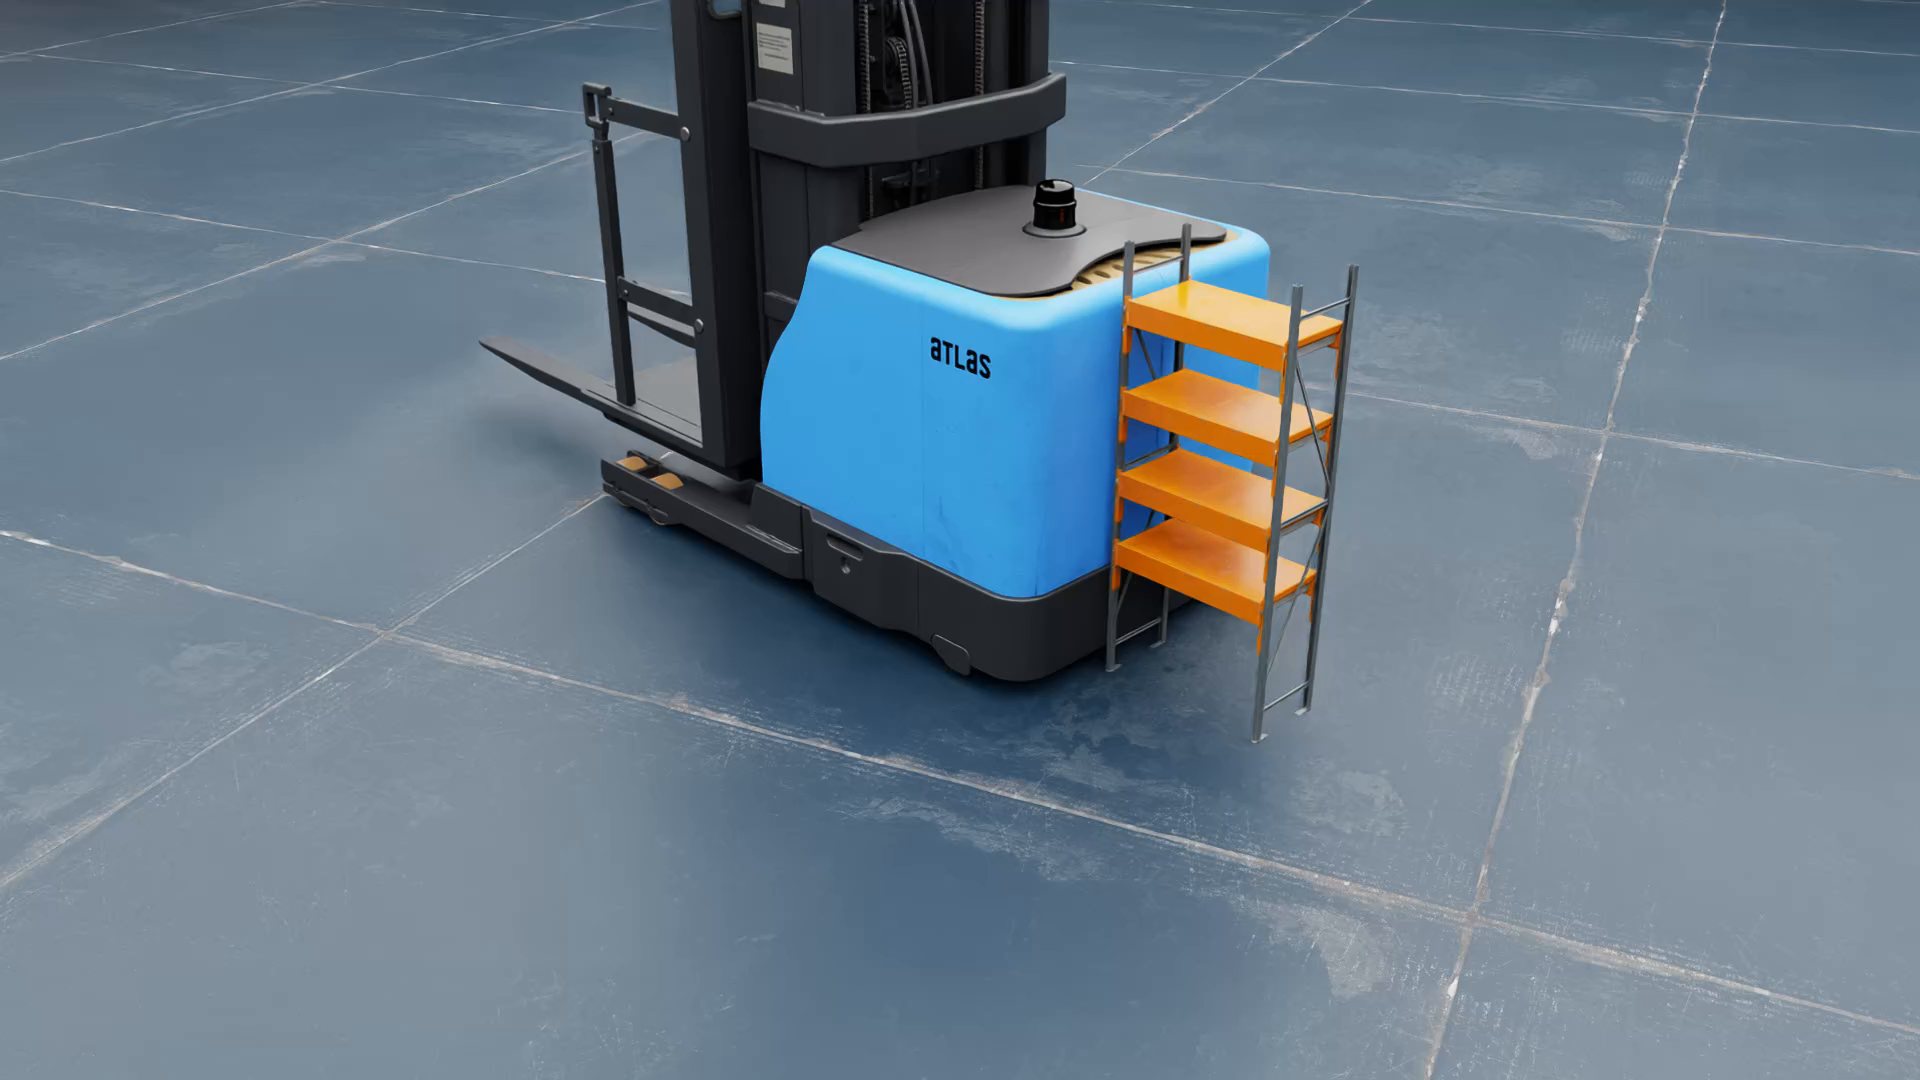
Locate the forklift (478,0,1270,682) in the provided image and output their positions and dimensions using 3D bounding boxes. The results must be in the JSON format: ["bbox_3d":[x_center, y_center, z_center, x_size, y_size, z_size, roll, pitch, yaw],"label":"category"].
[{"bbox_3d":[-0.529,-1.501,4.981,1.130,2.935,3.031,-23,35,-39],"label":"forklift"}]

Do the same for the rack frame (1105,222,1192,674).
[{"bbox_3d":[0.486,-0.214,4.326,0.240,1.200,0.015,-23,35,-39],"label":"rack frame"}]

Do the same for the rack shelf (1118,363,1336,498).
[{"bbox_3d":[0.656,-0.277,4.100,0.258,0.148,0.480,-23,35,-39],"label":"rack shelf"}]

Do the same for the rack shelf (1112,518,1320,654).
[{"bbox_3d":[0.656,0.102,4.287,0.258,0.148,0.480,-23,35,-39],"label":"rack shelf"}]

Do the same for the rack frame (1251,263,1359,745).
[{"bbox_3d":[0.827,-0.060,4.013,0.240,1.200,0.015,-23,35,-39],"label":"rack frame"}]

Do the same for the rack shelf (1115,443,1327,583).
[{"bbox_3d":[0.656,-0.076,4.199,0.258,0.148,0.480,-23,35,-39],"label":"rack shelf"}]

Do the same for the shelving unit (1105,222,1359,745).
[{"bbox_3d":[0.656,-0.137,4.169,0.258,1.200,0.503,-23,35,-39],"label":"shelving unit"}]

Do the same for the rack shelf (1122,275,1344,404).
[{"bbox_3d":[0.656,-0.489,3.996,0.258,0.148,0.480,-23,35,-39],"label":"rack shelf"}]
